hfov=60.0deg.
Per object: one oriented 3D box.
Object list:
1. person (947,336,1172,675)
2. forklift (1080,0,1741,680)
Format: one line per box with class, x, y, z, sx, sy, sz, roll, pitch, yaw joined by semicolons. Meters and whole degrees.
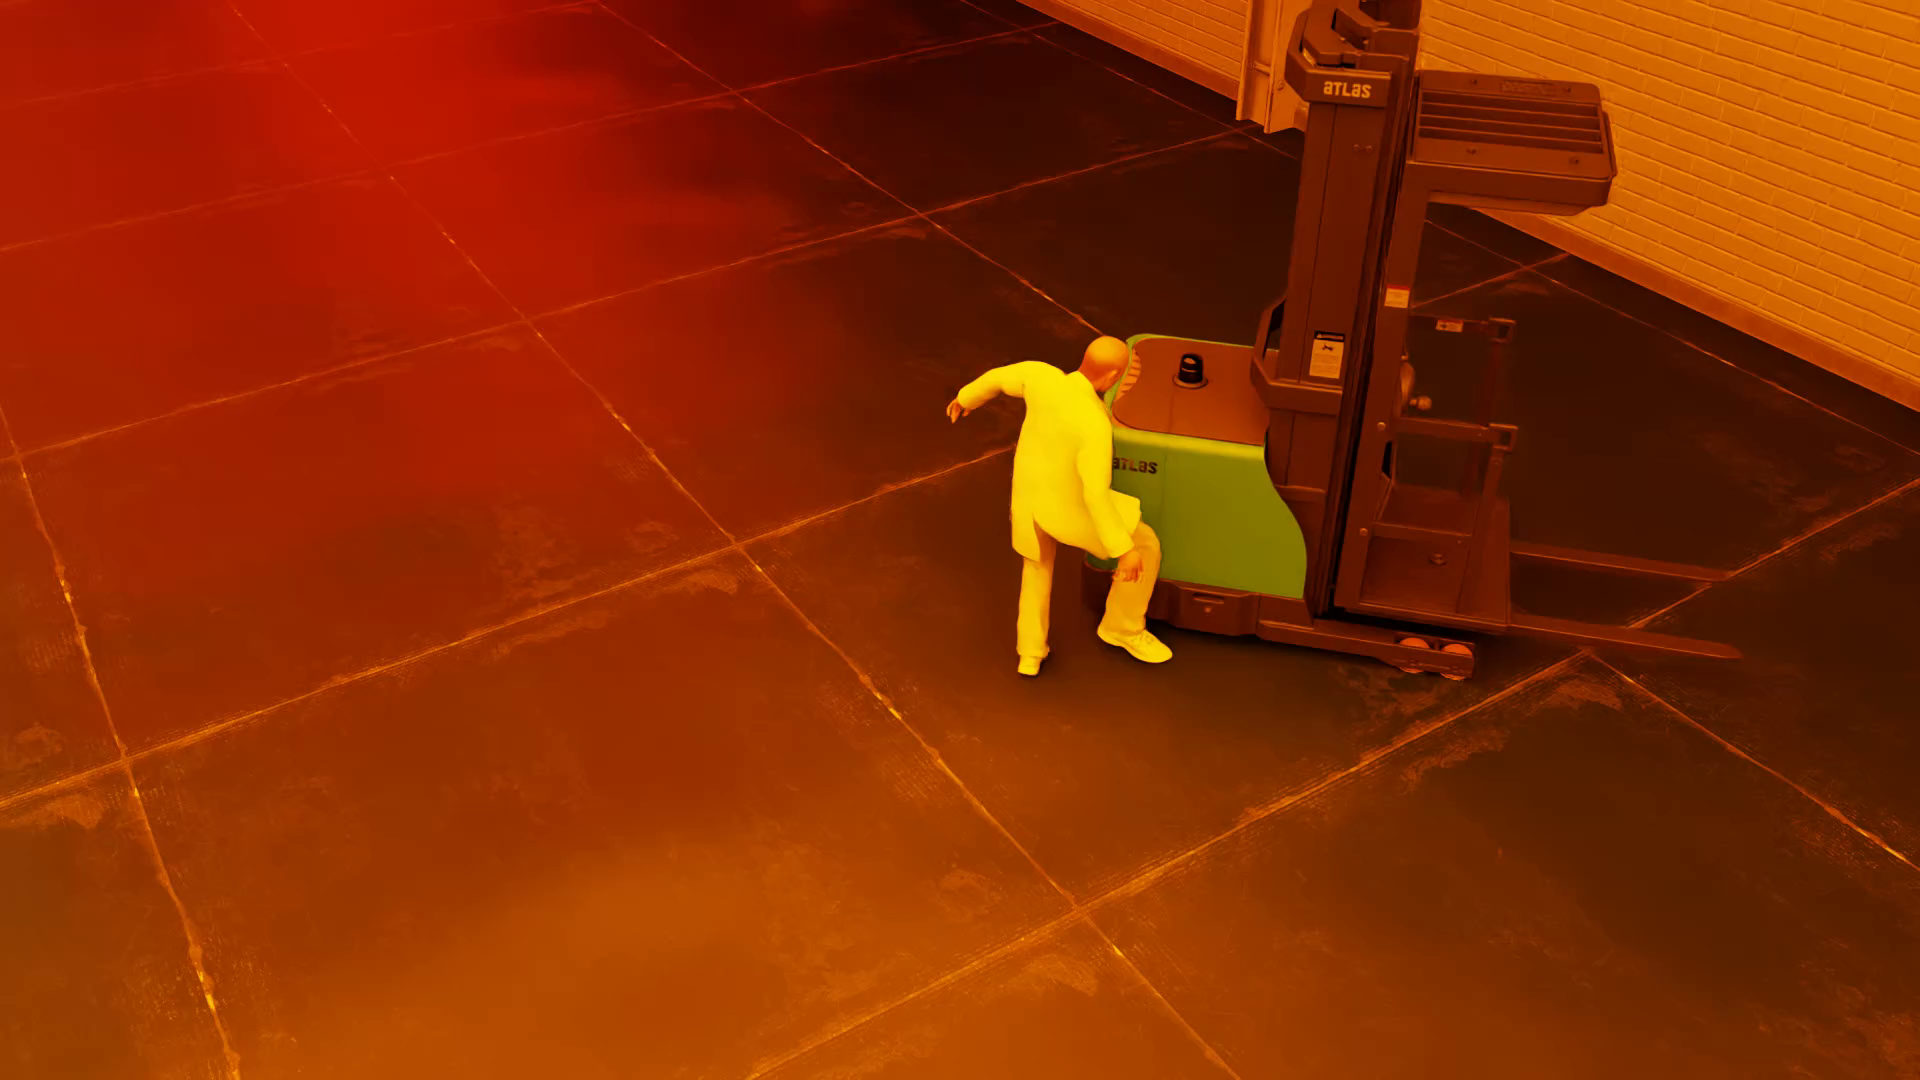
person;0.389;-0.169;7.578;1.232;1.700;0.624;28;44;34
forklift;2.165;-0.885;7.408;3.031;2.935;1.130;9;36;12
